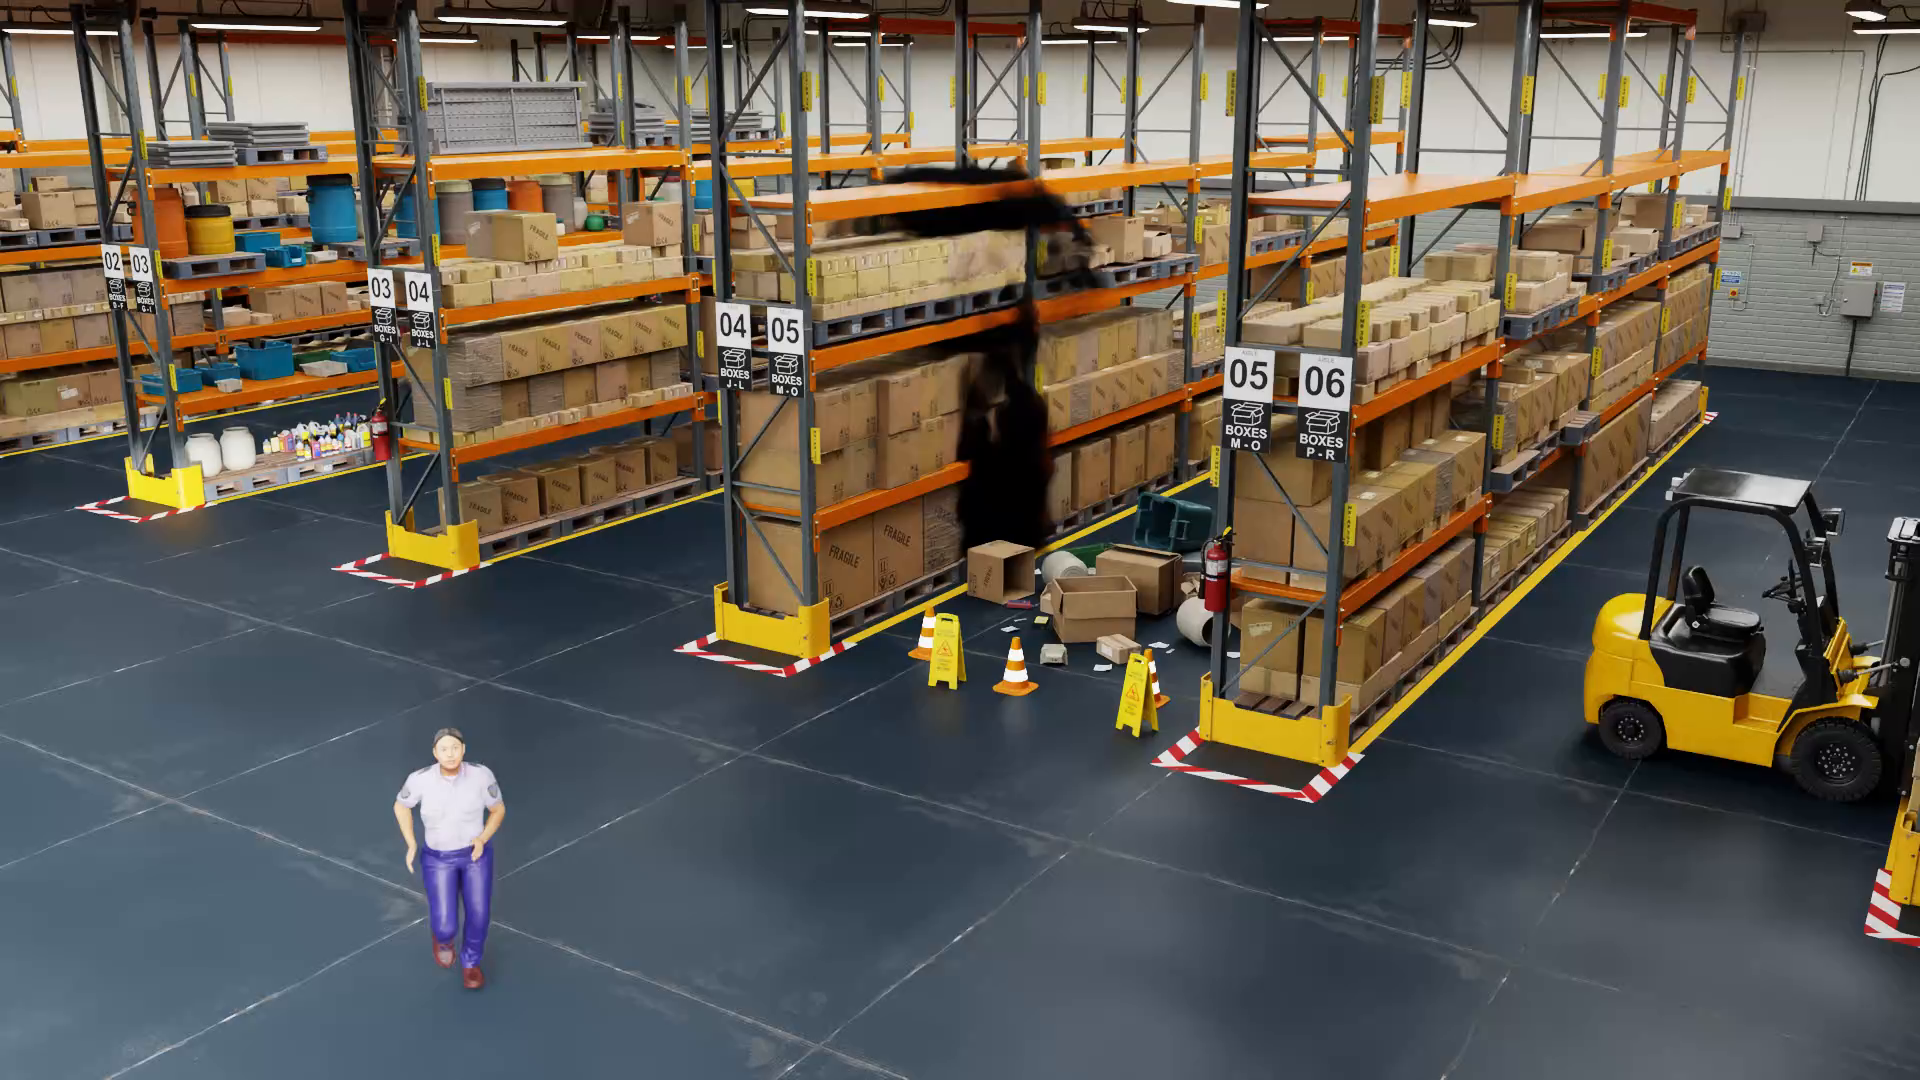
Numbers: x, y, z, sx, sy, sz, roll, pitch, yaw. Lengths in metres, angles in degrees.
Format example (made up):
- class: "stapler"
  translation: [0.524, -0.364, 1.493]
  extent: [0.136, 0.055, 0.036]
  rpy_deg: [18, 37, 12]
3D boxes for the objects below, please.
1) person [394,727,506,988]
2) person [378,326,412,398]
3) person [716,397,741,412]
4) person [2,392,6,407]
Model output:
- class: "person"
  translation: [-2.899, 1.860, 9.580]
  extent: [0.604, 1.594, 0.541]
  rpy_deg: [-6, 17, -22]
- class: "person"
  translation: [-9.102, -2.907, 26.621]
  extent: [0.618, 1.679, 0.744]
  rpy_deg: [6, 17, 22]
- class: "person"
  translation: [-3.403, -2.403, 24.803]
  extent: [0.563, 1.666, 0.802]
  rpy_deg: [12, 19, 36]
- class: "person"
  translation: [-15.039, -2.661, 25.536]
  extent: [0.689, 1.767, 0.852]
  rpy_deg: [7, 17, 25]
